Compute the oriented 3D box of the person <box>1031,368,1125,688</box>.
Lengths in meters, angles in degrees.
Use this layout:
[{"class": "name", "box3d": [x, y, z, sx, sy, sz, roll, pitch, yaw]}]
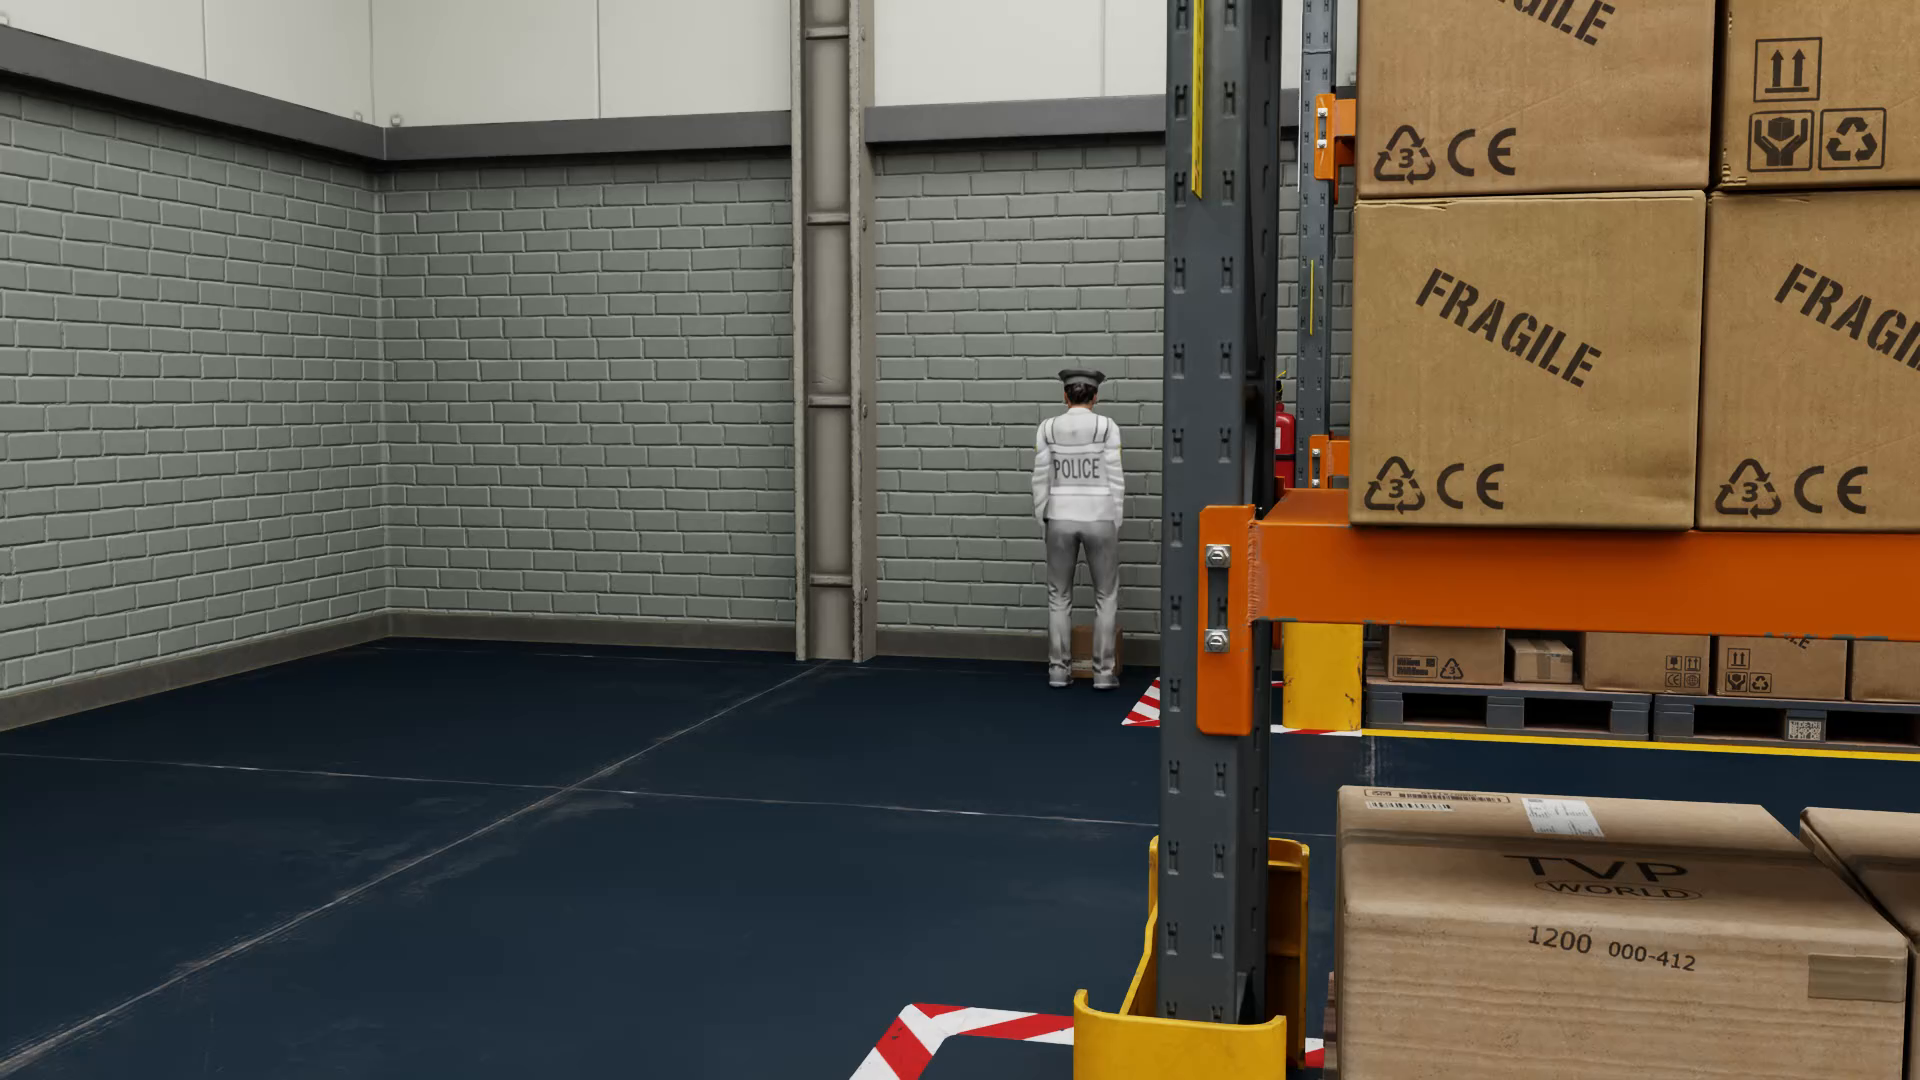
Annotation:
[{"class": "person", "box3d": [0.610, -0.056, 8.570, 0.485, 1.653, 0.381, 1, 5, 15]}]
